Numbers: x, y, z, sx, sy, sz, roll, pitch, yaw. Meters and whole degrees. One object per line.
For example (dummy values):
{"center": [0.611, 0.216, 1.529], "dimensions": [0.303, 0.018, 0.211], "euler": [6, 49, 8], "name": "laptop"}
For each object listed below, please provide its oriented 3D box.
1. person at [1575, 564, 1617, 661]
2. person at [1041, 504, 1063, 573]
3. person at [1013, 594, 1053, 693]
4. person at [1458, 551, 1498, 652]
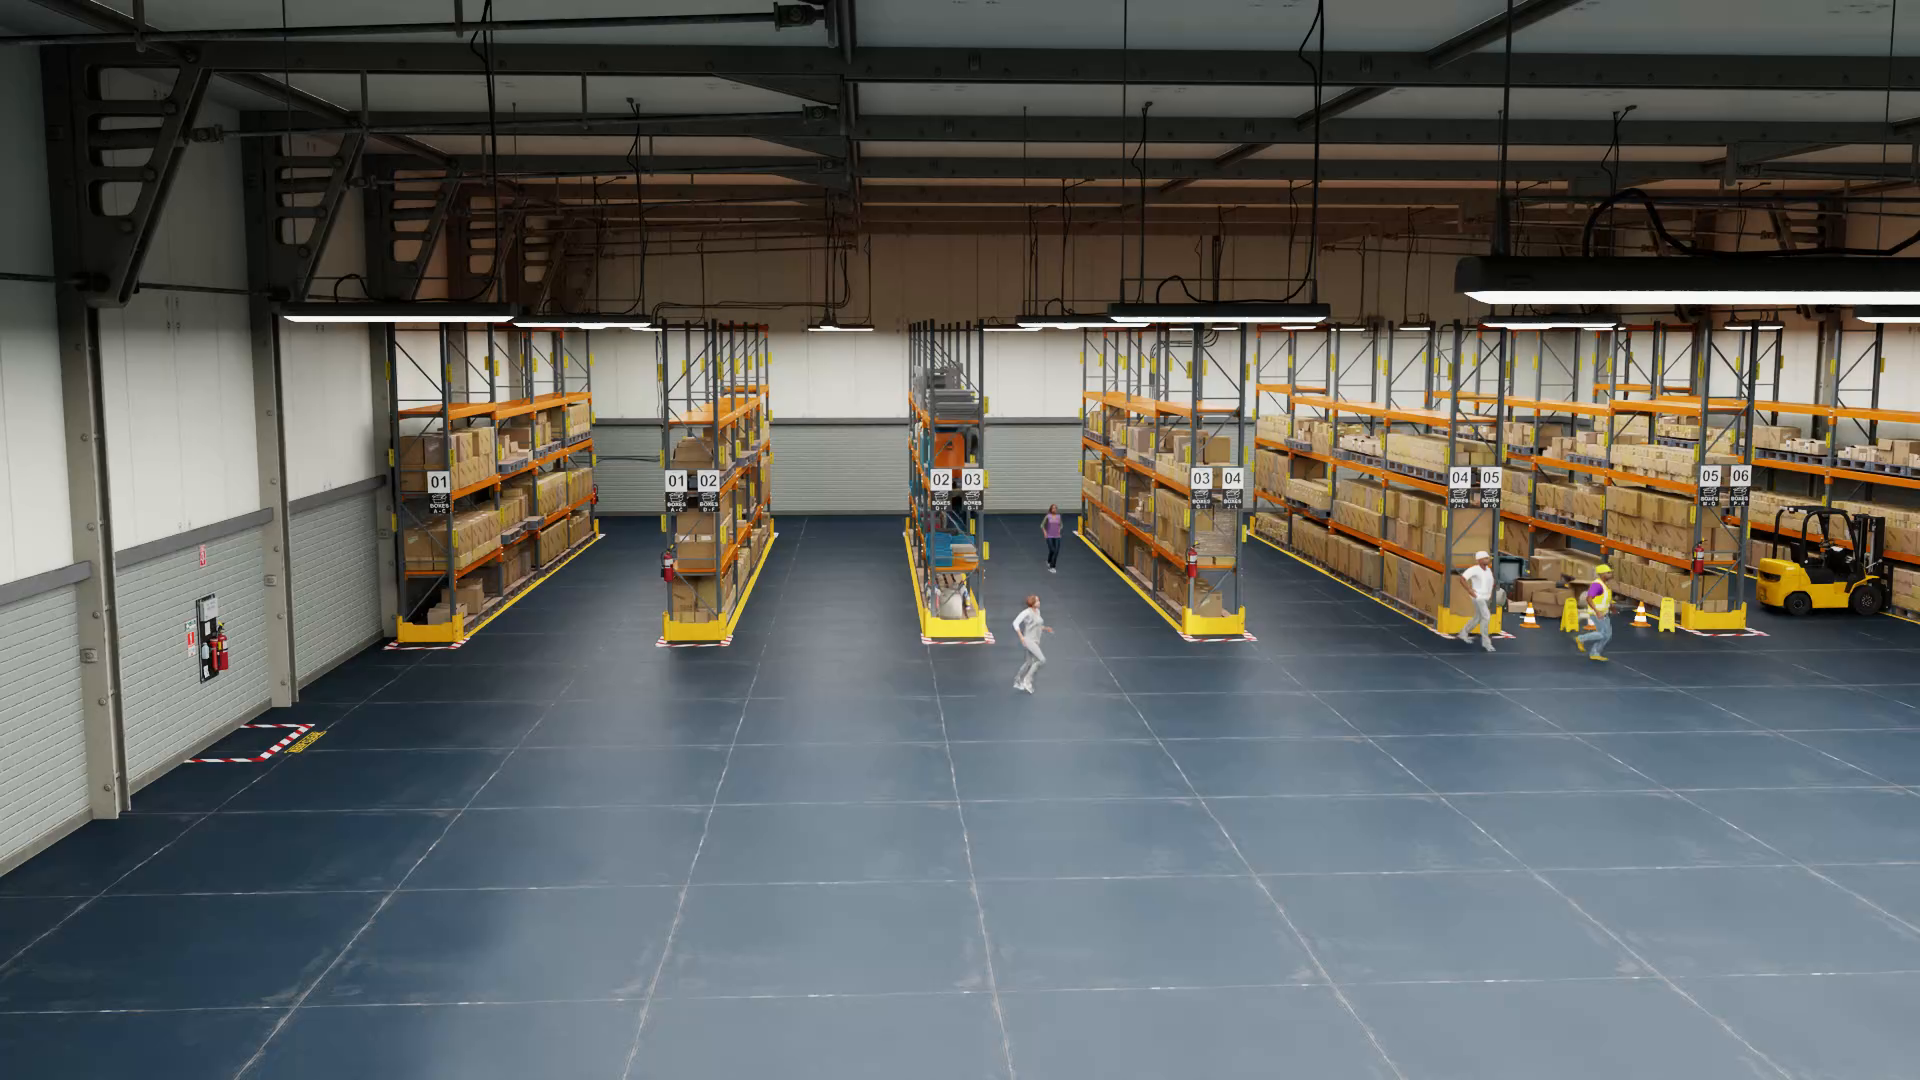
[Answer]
{"center": [11.198, 1.273, 29.272], "dimensions": [0.620, 1.714, 0.688], "euler": [5, 9, 37], "name": "person"}
{"center": [2.130, -0.025, 38.027], "dimensions": [0.503, 1.551, 0.475], "euler": [-1, 7, -10], "name": "person"}
{"center": [1.162, 1.655, 26.640], "dimensions": [0.652, 1.588, 0.533], "euler": [3, 8, 21], "name": "person"}
{"center": [9.524, 1.098, 30.425], "dimensions": [0.818, 1.815, 0.702], "euler": [6, 10, 42], "name": "person"}
